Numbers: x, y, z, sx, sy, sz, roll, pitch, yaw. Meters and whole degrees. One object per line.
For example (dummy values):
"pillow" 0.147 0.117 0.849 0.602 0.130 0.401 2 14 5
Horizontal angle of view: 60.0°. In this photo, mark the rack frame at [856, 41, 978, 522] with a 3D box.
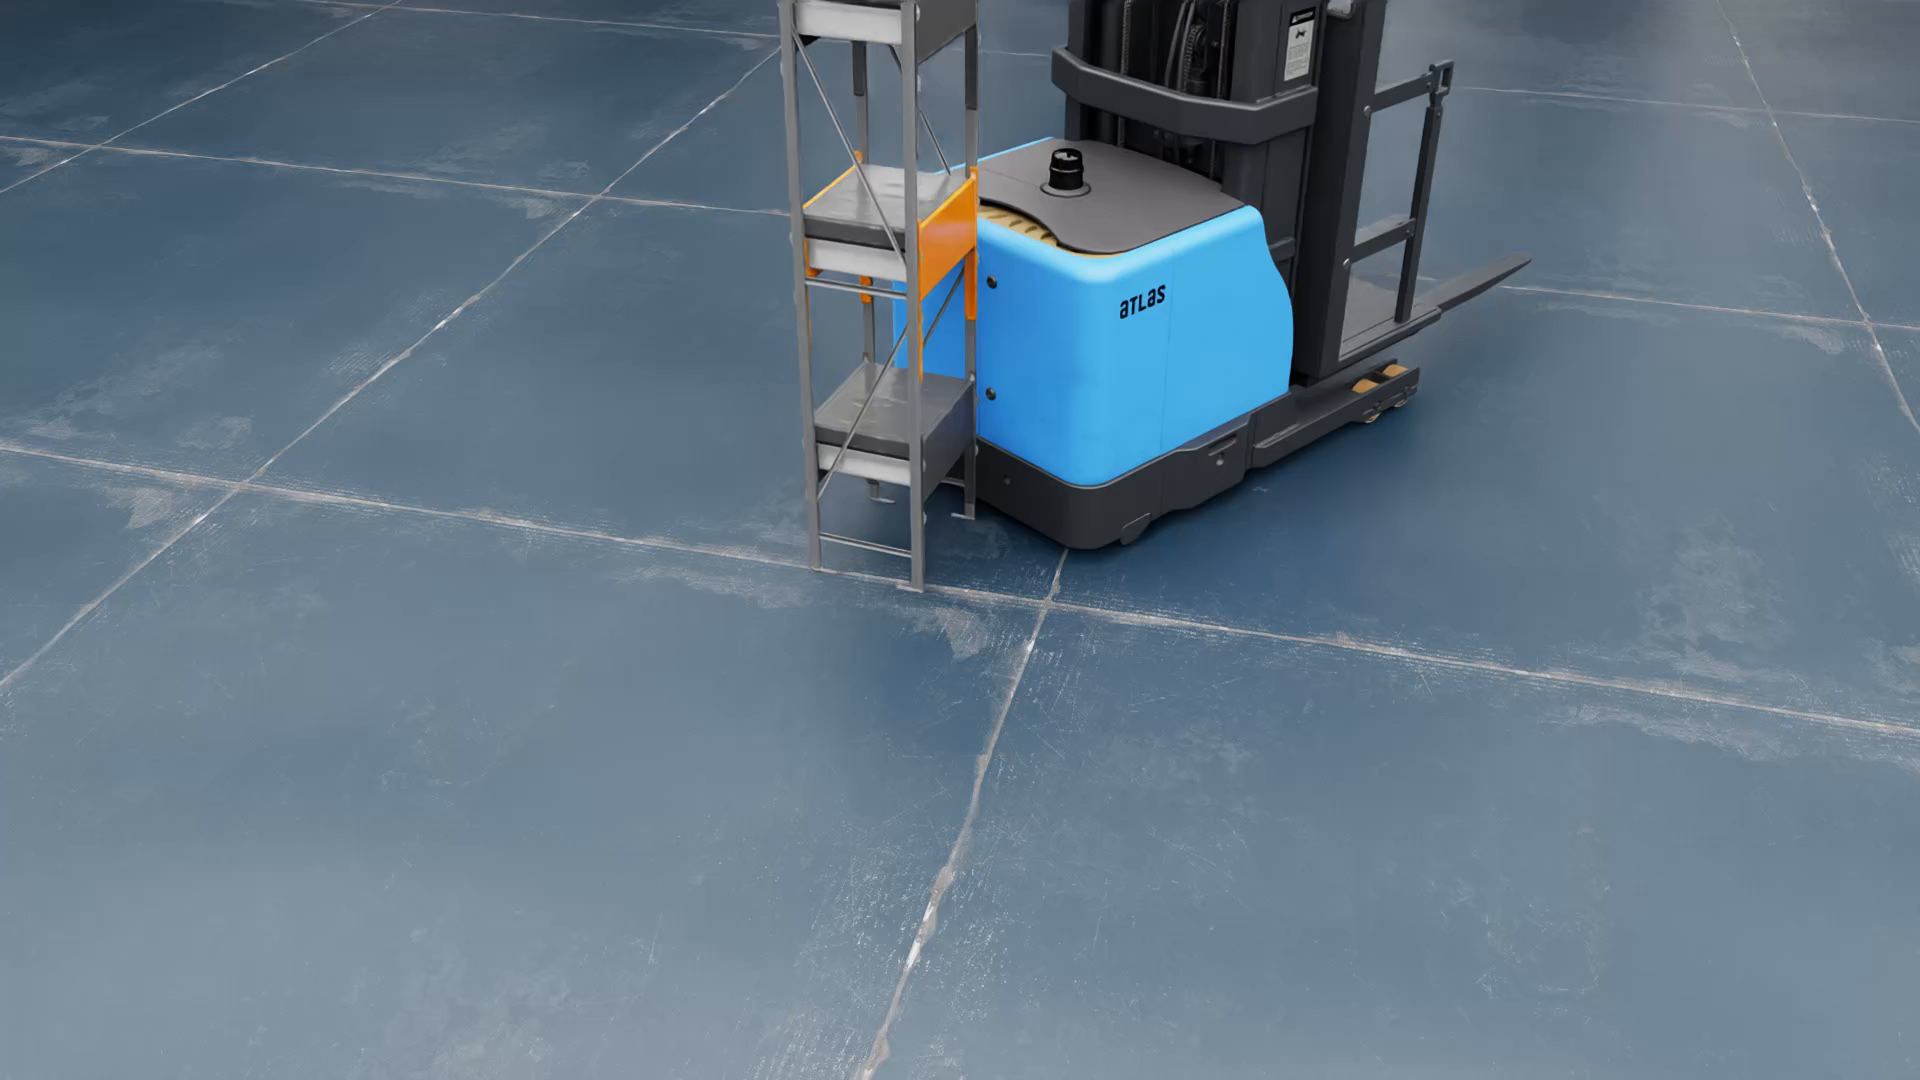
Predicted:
"rack frame" -0.135 -0.991 5.352 0.400 2.100 0.015 12 34 18

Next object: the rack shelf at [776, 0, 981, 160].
"rack shelf" -0.223 -1.448 4.792 0.431 0.518 0.480 12 34 18

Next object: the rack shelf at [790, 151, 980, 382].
"rack shelf" -0.223 -0.858 5.168 0.431 0.518 0.480 12 34 18

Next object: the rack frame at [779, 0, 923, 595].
"rack frame" -0.310 -0.747 4.968 0.400 2.100 0.015 12 34 18

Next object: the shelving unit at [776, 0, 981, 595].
"shelving unit" -0.223 -0.869 5.160 0.431 2.100 0.503 12 34 18

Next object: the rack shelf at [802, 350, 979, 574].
"rack shelf" -0.223 -0.267 5.543 0.431 0.518 0.480 12 34 18

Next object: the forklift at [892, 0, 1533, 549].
"forklift" 1.174 -1.877 5.970 3.031 2.935 1.130 -26 41 -35
